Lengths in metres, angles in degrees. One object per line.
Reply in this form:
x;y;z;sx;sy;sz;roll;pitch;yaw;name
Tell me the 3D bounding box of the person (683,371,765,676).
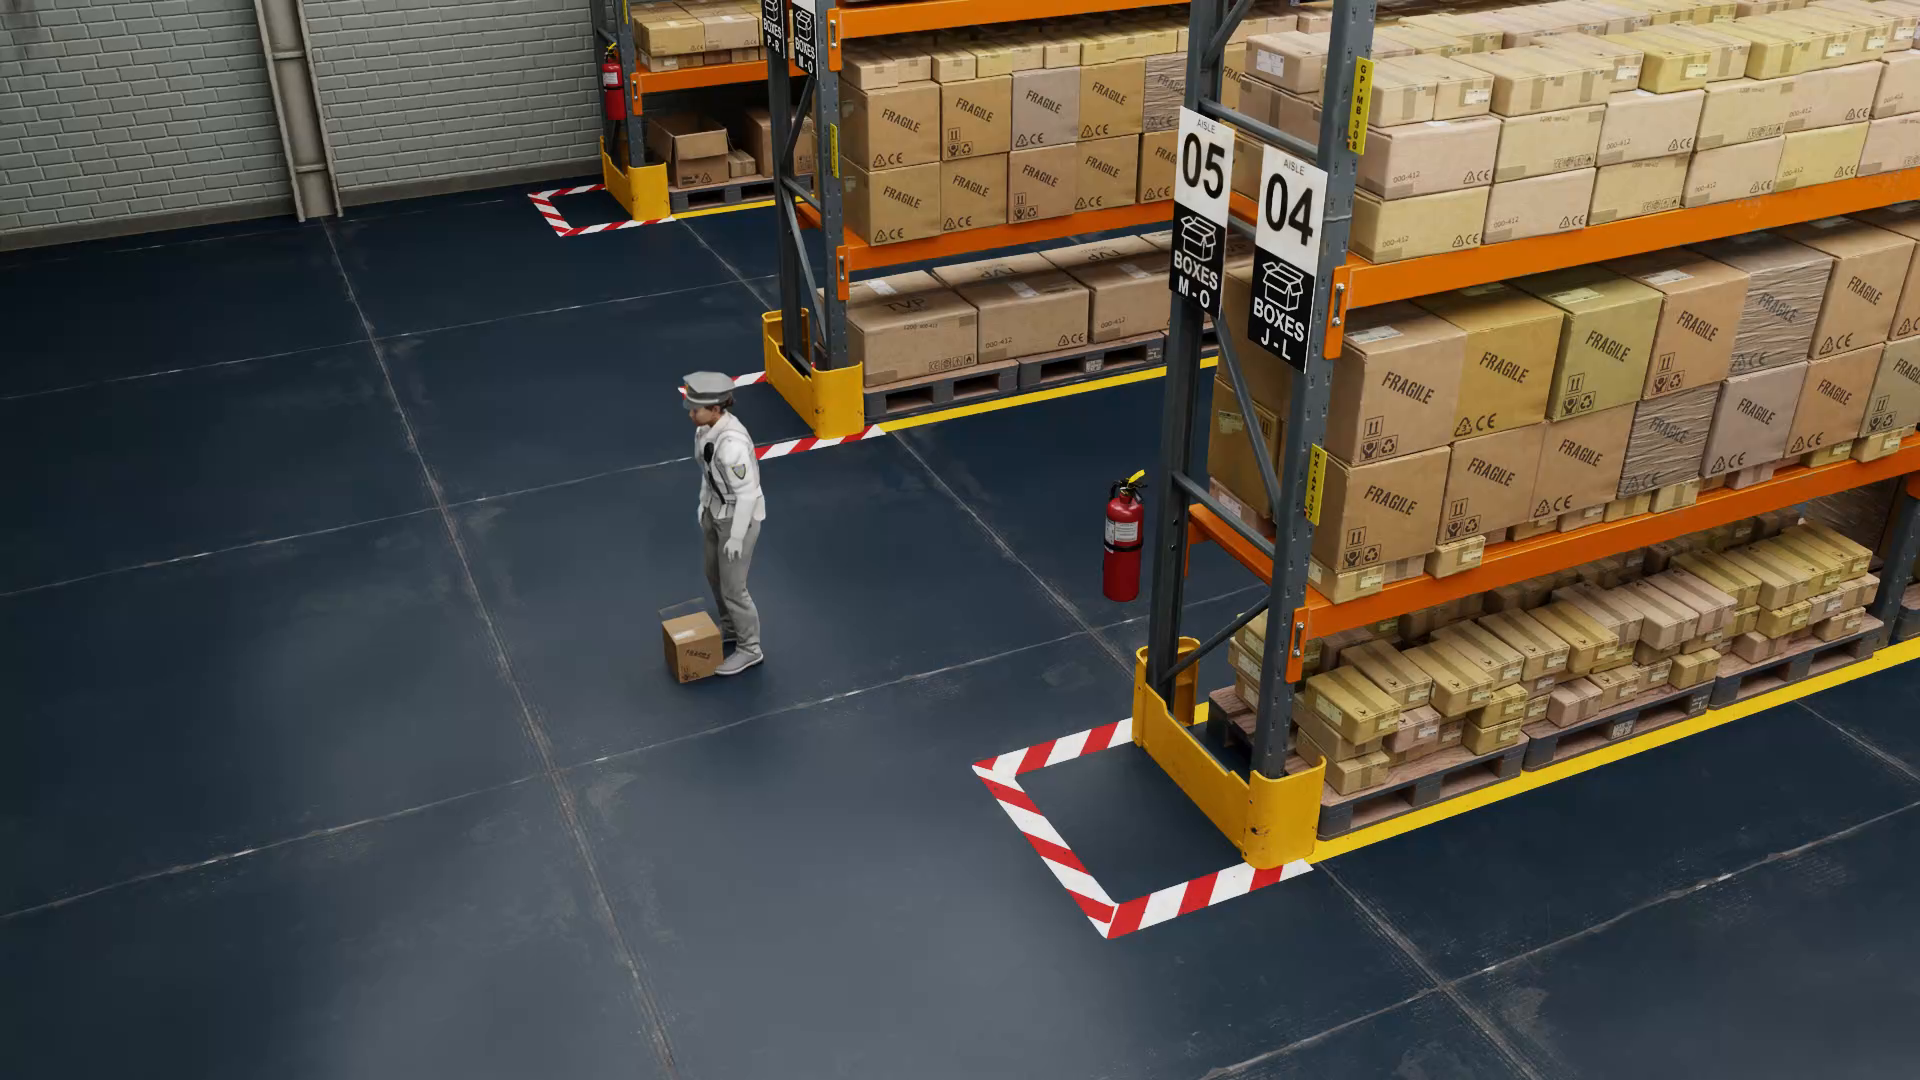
-1.206;-0.099;8.616;0.367;1.663;0.516;-14;33;-24;person
